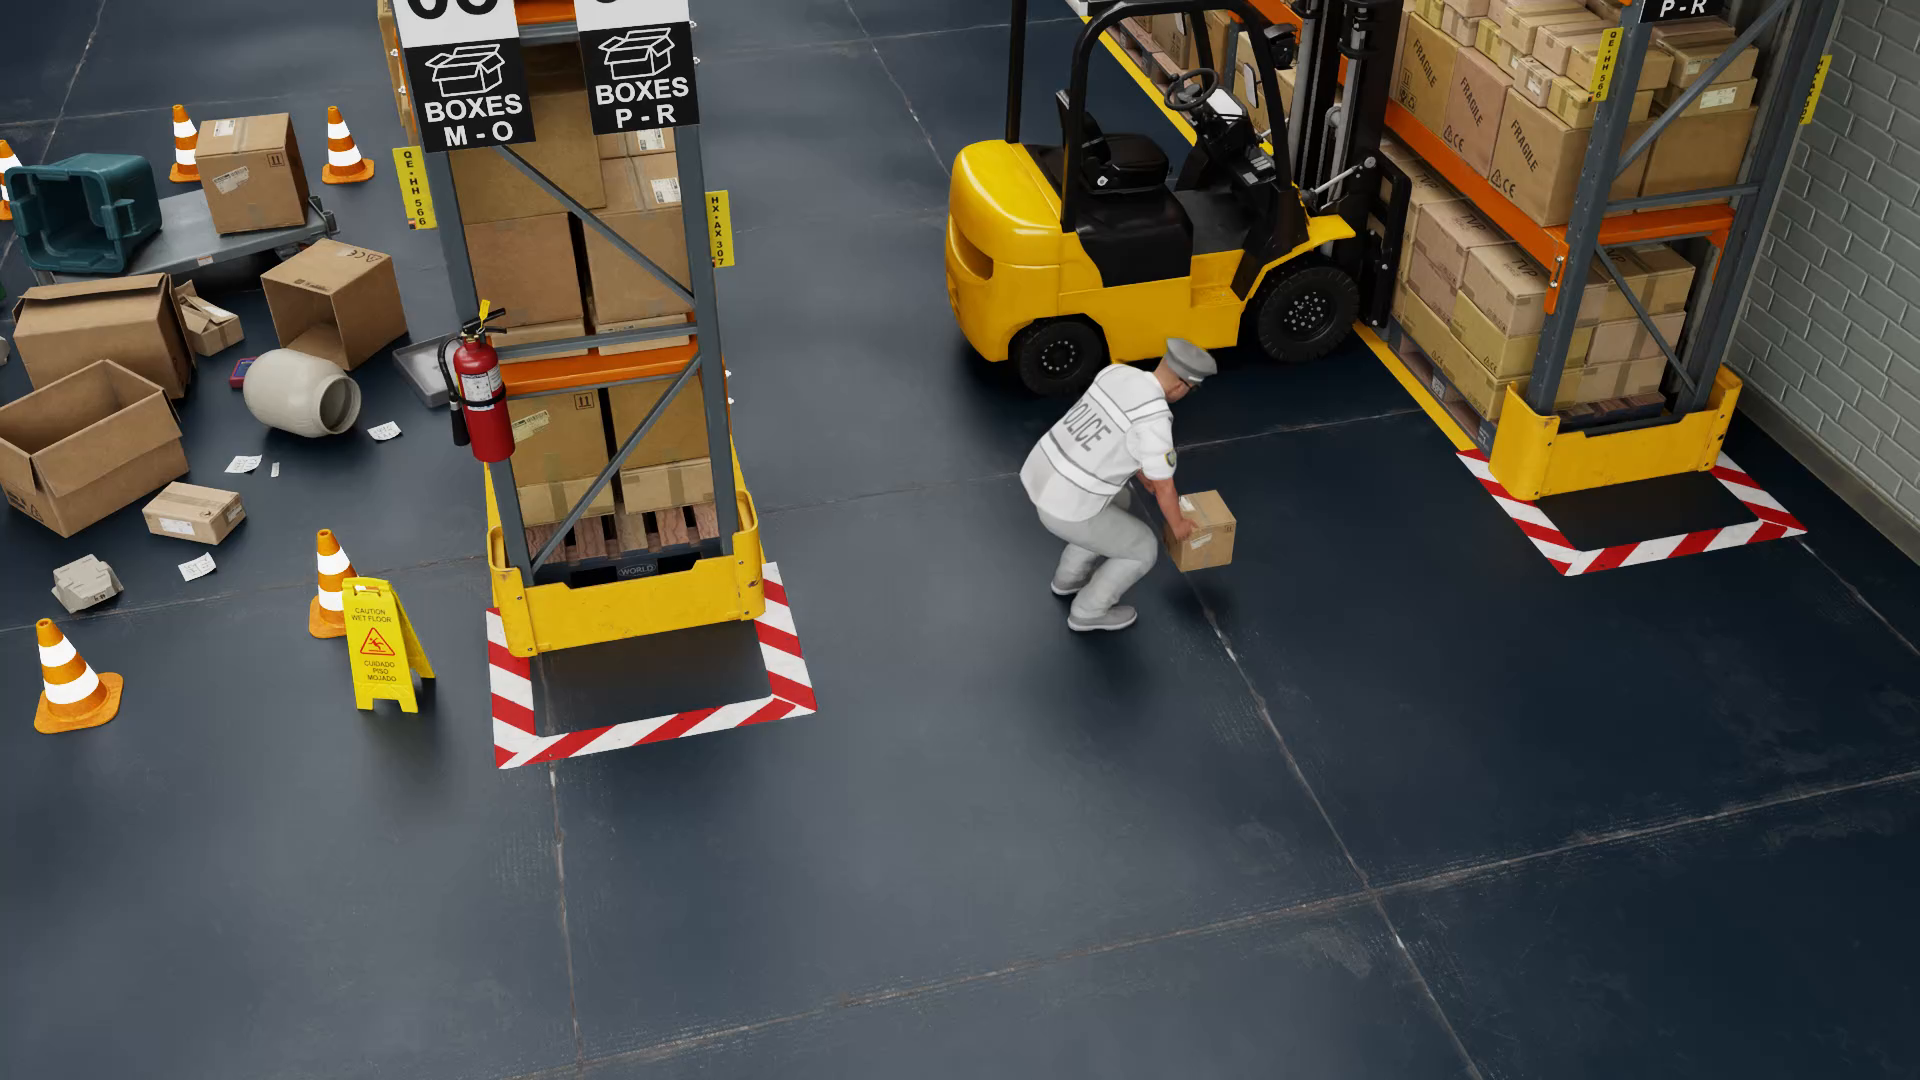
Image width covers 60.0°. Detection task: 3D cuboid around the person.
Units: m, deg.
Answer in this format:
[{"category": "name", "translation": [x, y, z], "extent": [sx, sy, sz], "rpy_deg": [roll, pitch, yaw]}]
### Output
[{"category": "person", "translation": [0.687, -0.259, 7.394], "extent": [0.851, 1.324, 0.589], "rpy_deg": [-9, 39, -12]}]
